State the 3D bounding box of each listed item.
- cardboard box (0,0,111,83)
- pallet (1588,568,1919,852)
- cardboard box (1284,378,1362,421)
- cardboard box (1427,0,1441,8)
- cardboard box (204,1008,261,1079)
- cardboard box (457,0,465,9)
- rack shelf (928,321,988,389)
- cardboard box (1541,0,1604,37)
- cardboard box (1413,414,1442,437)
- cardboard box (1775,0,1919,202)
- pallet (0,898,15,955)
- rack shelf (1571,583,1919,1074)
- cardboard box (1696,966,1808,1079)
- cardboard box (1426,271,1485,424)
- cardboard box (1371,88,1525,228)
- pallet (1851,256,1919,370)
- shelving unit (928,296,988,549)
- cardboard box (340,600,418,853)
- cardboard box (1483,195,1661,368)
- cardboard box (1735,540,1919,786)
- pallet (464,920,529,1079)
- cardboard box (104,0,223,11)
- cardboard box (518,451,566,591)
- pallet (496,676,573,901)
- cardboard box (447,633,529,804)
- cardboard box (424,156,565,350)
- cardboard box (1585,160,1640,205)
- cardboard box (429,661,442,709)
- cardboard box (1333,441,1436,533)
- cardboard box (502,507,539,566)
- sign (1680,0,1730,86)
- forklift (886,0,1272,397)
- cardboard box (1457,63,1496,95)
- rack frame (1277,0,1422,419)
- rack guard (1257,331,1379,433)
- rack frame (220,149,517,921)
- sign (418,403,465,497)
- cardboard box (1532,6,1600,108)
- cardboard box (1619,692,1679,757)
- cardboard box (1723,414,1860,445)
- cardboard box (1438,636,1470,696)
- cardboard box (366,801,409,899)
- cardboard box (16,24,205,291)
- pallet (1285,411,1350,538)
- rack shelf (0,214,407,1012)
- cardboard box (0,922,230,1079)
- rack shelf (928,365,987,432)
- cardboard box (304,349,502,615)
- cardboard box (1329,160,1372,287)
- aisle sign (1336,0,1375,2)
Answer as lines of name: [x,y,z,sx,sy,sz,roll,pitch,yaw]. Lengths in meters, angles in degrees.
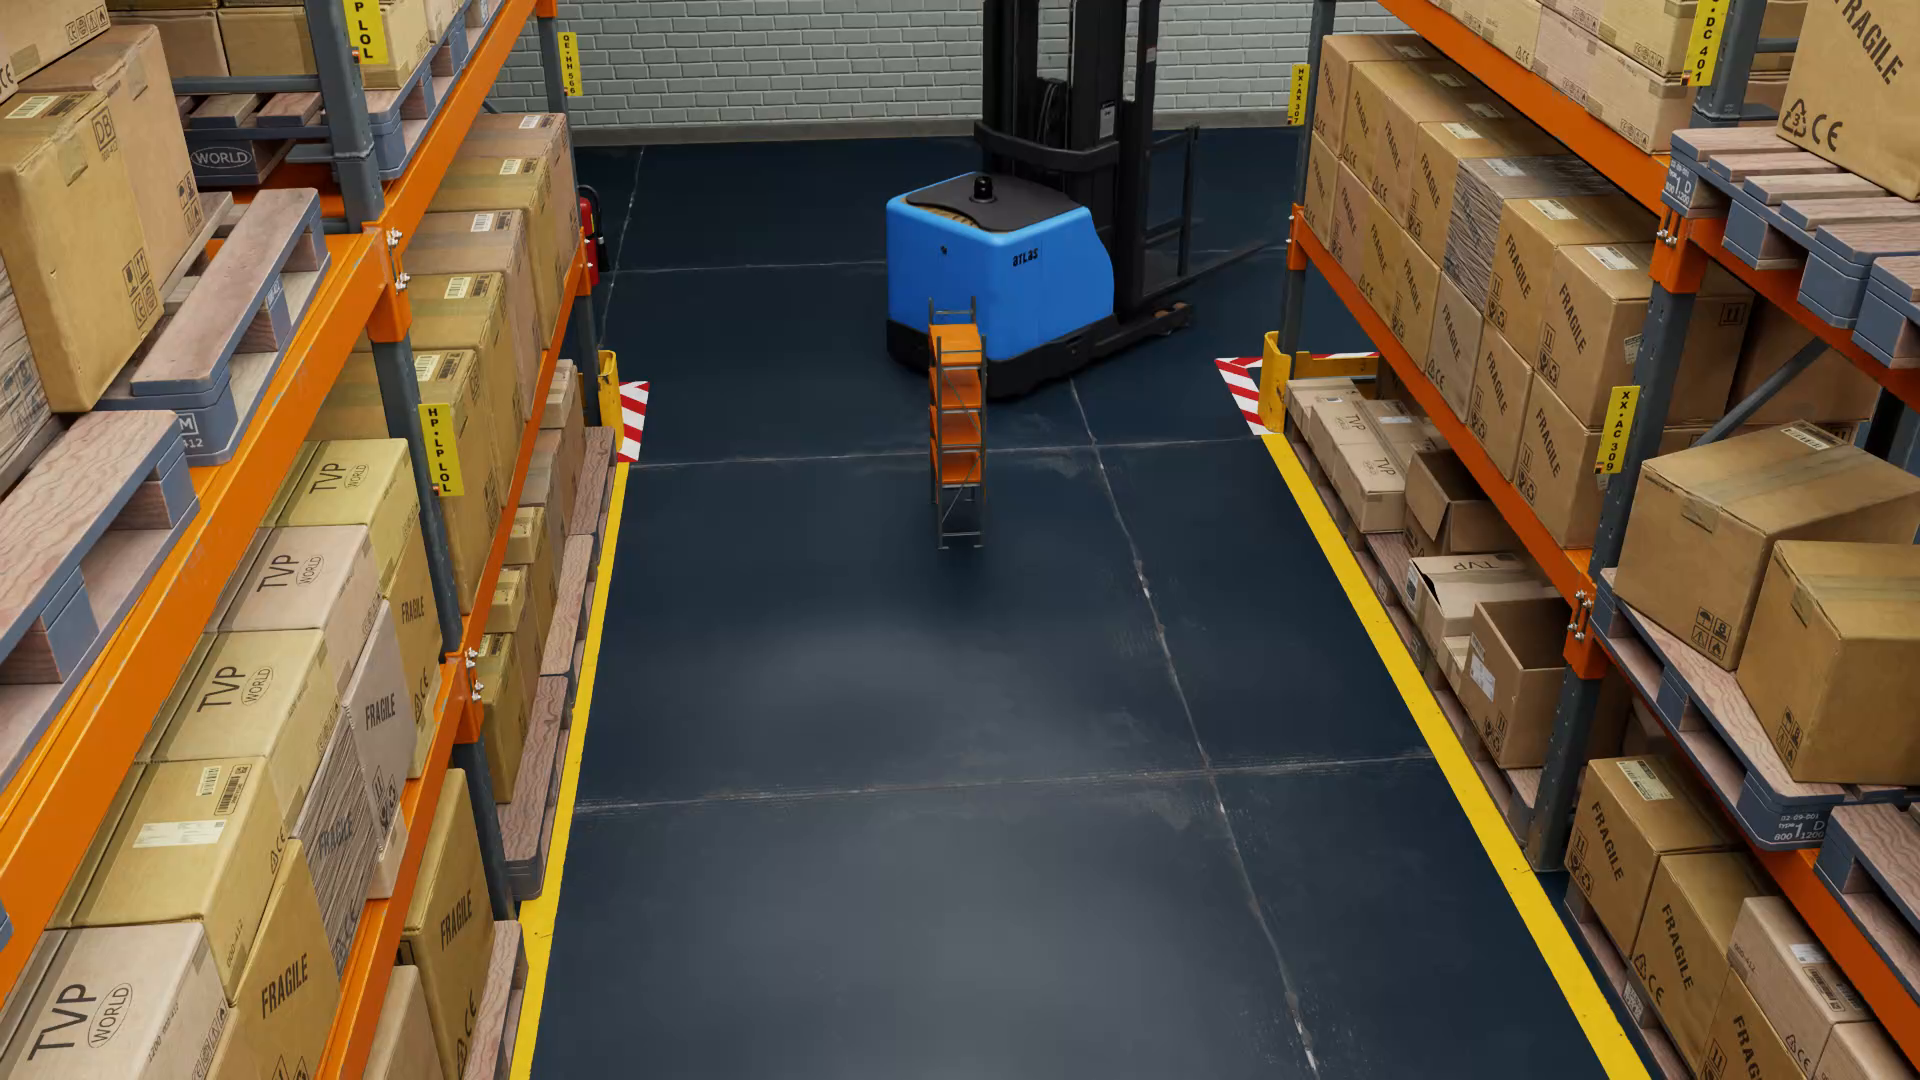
cardboard box: [-2.226,-1.174,3.607,0.500,0.250,0.500,-1,31,-1]
pallet: [2.720,0.469,5.227,1.003,0.211,1.213,-3,31,-5]
cardboard box: [2.077,-0.804,9.522,0.380,0.149,0.250,-3,31,-5]
cardboard box: [2.257,-2.507,7.243,0.500,0.250,0.500,-3,31,-5]
cardboard box: [-1.680,1.294,3.252,0.500,0.500,0.500,-3,31,-5]
cardboard box: [-2.069,-2.122,6.092,0.500,0.250,0.500,-4,31,-6]
rack shelf: [-0.015,-0.937,8.382,0.258,0.148,0.480,-3,31,-5]
cardboard box: [2.395,-1.956,5.833,0.500,0.250,0.500,-3,31,-5]
cardboard box: [2.624,-0.565,9.104,0.380,0.166,0.250,-3,31,-5]
cardboard box: [2.728,-1.320,4.505,0.600,0.600,0.600,-6,31,-9]
pallet: [-1.917,0.722,1.876,1.213,0.211,1.003,-1,31,-2]
rack shelf: [2.941,1.303,4.345,1.077,0.370,4.000,-3,31,-5]
cardboard box: [2.657,1.643,5.082,0.500,0.500,0.500,-2,31,-4]
cardboard box: [2.352,-0.838,7.130,0.500,0.500,0.500,-2,31,-3]
cardboard box: [2.257,-1.780,7.732,0.500,0.500,0.500,-2,31,-4]
pallet: [2.845,-0.368,3.700,1.213,0.211,1.003,-3,31,-5]
shelving unit: [-0.015,-0.600,8.584,0.258,1.200,0.503,-3,31,-5]
cardboard box: [-1.826,0.517,4.553,0.500,0.500,0.500,-3,31,-4]
cardboard box: [2.398,-1.006,6.437,0.500,0.500,0.500,-3,31,-6]
cardboard box: [2.703,0.350,4.731,0.700,0.500,0.500,2,31,3]
pallet: [-2.031,1.800,5.531,1.003,0.211,1.213,-3,31,-5]
cardboard box: [-2.475,-1.902,4.991,0.500,0.500,0.500,-3,31,-5]
cardboard box: [-2.292,-0.072,7.974,0.700,0.500,0.500,-4,31,-6]
pallet: [-2.171,1.017,6.841,1.003,0.211,1.213,-3,31,-5]
cardboard box: [-2.146,0.718,6.650,0.700,0.500,0.500,-2,31,-4]
cardboard box: [-2.415,-1.328,7.755,0.980,0.700,0.700,-3,31,-5]
cardboard box: [2.894,-1.279,6.894,0.500,0.500,0.500,-4,31,-6]
cardboard box: [-1.864,0.471,5.262,0.380,0.149,0.250,-2,31,-4]
cardboard box: [2.242,-0.276,8.539,0.500,0.250,0.500,-3,31,-5]
cardboard box: [-2.045,-0.010,7.237,0.380,0.149,0.250,-4,31,-6]
sign: [2.214,-1.507,4.918,0.100,0.325,0.005,-3,31,-5]
forklift: [0.927,-2.775,10.538,1.130,2.935,3.031,27,40,37]
cardboard box: [2.744,-2.069,8.217,0.500,0.500,0.500,-2,31,-3]
rack frame: [2.380,-2.069,9.289,1.000,3.000,0.127,-3,31,-5]
rack guard: [2.387,-0.957,9.865,1.175,0.500,0.348,-3,31,-5]
rack frame: [-2.178,0.212,5.469,1.000,3.000,0.127,-3,31,-5]
sign: [-1.638,-0.282,5.245,0.100,0.325,0.005,-3,31,-5]
cardboard box: [2.407,-1.742,5.962,0.500,0.250,0.500,-3,31,-5]
cardboard box: [2.930,0.714,6.823,0.500,0.311,0.500,-3,31,-5]
cardboard box: [2.978,-0.343,6.302,0.500,0.500,0.500,-2,31,-3]
cardboard box: [2.323,0.542,7.268,0.380,0.149,0.250,-3,31,-5]
cardboard box: [-1.755,0.865,4.603,0.380,0.149,0.250,-3,31,-5]
cardboard box: [-2.205,-0.853,3.801,0.700,0.500,0.500,-4,31,-7]
pallet: [2.463,-0.426,9.258,1.003,0.211,1.213,-3,31,-5]
rack shelf: [-1.991,0.254,3.175,1.077,0.370,4.000,-3,31,-5]
cardboard box: [-1.691,0.980,3.046,0.500,0.250,0.500,-3,31,-4]
rack shelf: [-0.015,-0.734,8.504,0.258,0.148,0.480,-3,31,-5]
cardboard box: [-2.212,-0.194,5.858,0.980,0.700,0.700,-2,31,-4]
cardboard box: [2.213,-1.610,8.422,0.500,0.500,0.500,-3,31,-5]
aisle sign: [2.081,-3.206,8.657,0.394,0.787,0.004,-3,31,-5]
